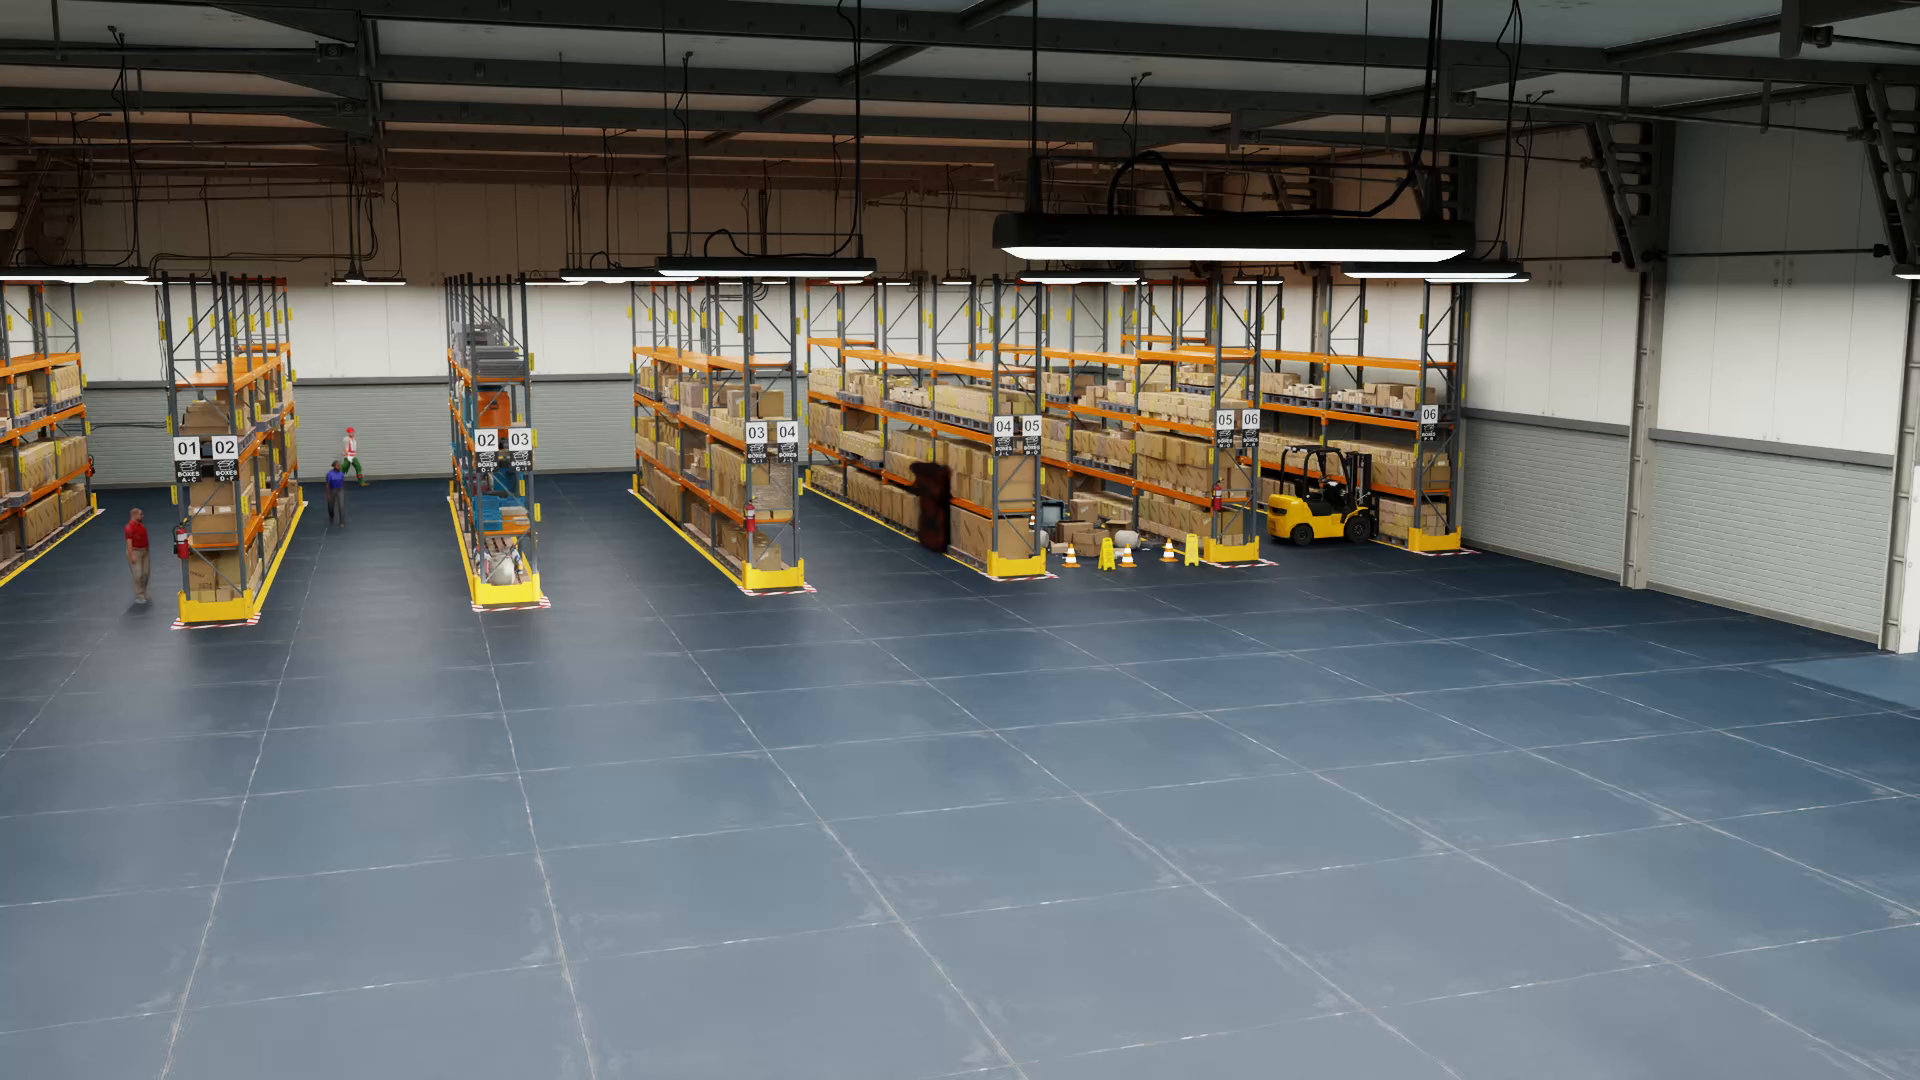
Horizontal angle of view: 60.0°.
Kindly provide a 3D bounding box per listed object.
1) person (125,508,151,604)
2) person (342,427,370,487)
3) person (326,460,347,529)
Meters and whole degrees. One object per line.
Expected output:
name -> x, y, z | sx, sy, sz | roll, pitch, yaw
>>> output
person -> -15.057, 0.305, 30.612 | 0.540, 1.783, 0.536 | 3, 9, 16
person -> -17.656, -2.391, 48.164 | 1.041, 1.748, 0.616 | 1, 9, 5
person -> -15.004, -1.114, 39.988 | 0.465, 1.633, 0.646 | -3, 9, -22
